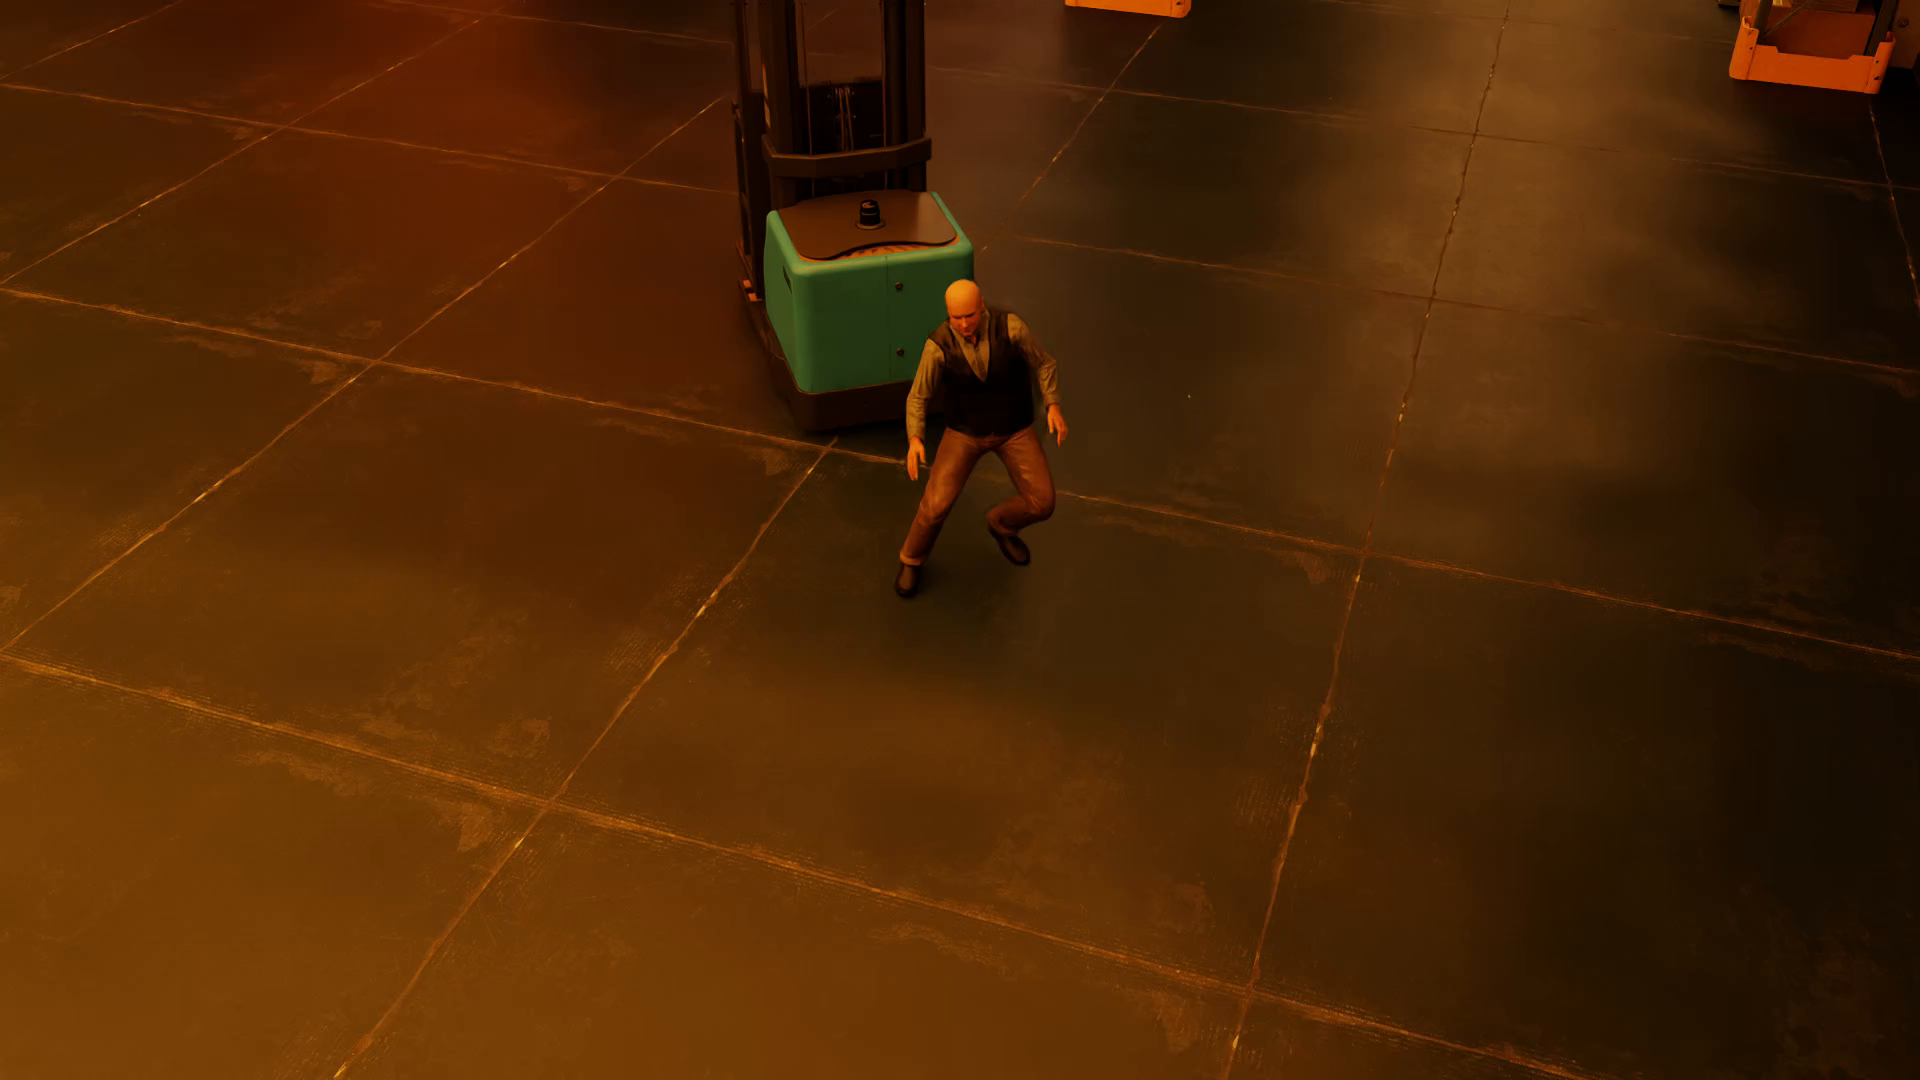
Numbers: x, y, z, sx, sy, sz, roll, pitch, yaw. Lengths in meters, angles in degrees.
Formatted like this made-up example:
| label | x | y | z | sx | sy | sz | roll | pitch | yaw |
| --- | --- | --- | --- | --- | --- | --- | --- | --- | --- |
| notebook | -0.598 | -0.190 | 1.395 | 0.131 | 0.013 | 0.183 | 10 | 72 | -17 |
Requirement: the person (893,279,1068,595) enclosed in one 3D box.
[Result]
| label | x | y | z | sx | sy | sz | roll | pitch | yaw |
| --- | --- | --- | --- | --- | --- | --- | --- | --- | --- |
| person | 0.080 | -0.487 | 7.983 | 0.847 | 1.564 | 0.714 | -3 | 35 | -4 |

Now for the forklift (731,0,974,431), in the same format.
| label | x | y | z | sx | sy | sz | roll | pitch | yaw |
| --- | --- | --- | --- | --- | --- | --- | --- | --- | --- |
| forklift | -0.808 | -2.664 | 9.868 | 1.130 | 2.935 | 3.031 | -10 | 36 | -13 |
